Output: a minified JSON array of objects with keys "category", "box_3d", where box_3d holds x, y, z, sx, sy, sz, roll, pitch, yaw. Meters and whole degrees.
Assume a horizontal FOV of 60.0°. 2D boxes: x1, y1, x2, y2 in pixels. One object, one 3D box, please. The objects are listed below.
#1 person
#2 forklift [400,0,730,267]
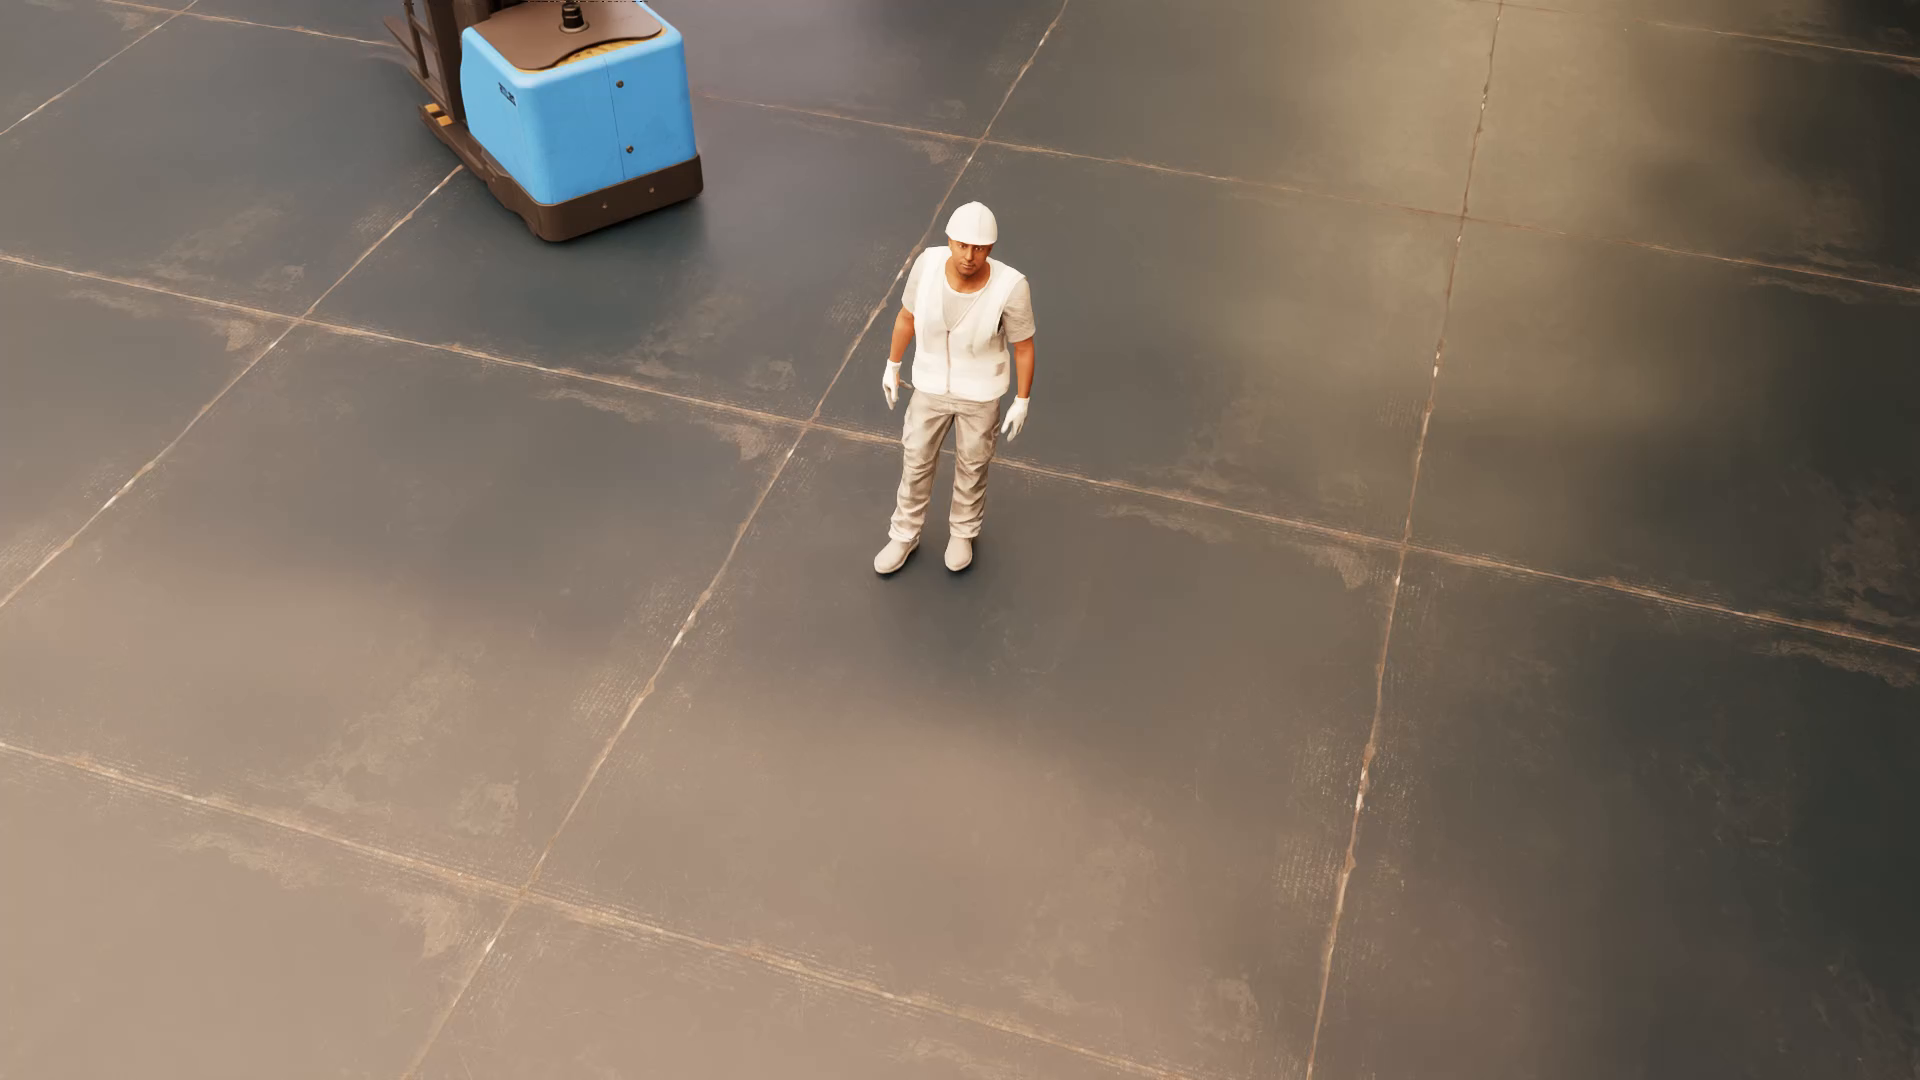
[{"category":"person","box_3d":[-0.031,-0.614,7.180,0.657,1.783,0.576,12,44,13]},{"category":"forklift","box_3d":[-2.613,-3.580,9.537,1.130,2.935,3.031,-25,49,-25]}]
